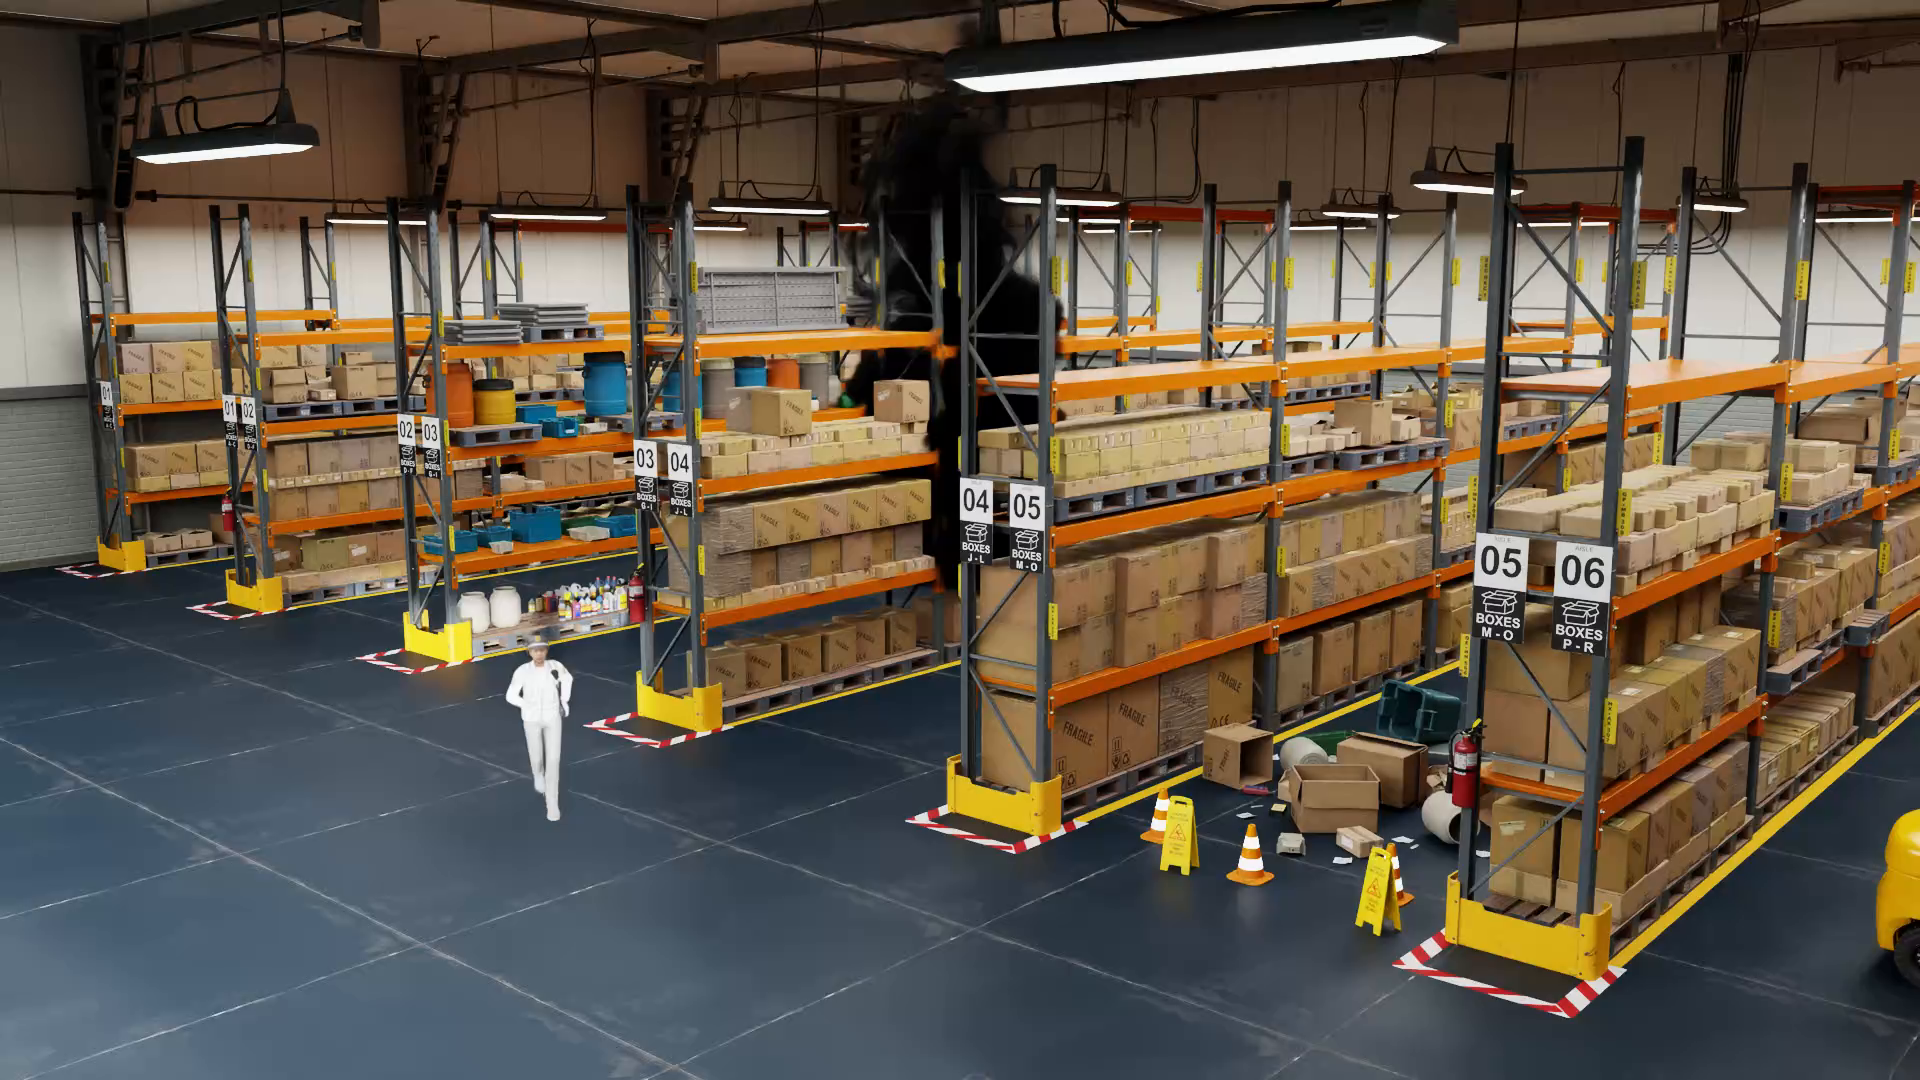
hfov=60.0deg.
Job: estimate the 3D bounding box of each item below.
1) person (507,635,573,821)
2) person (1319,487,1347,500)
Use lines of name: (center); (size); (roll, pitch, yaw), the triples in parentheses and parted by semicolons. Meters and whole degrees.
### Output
person: (-3.971, 1.715, 15.778); (0.618, 1.702, 0.937); (-3, 10, -15)
person: (6.085, -0.117, 26.689); (0.648, 1.794, 0.979); (9, 13, 43)
